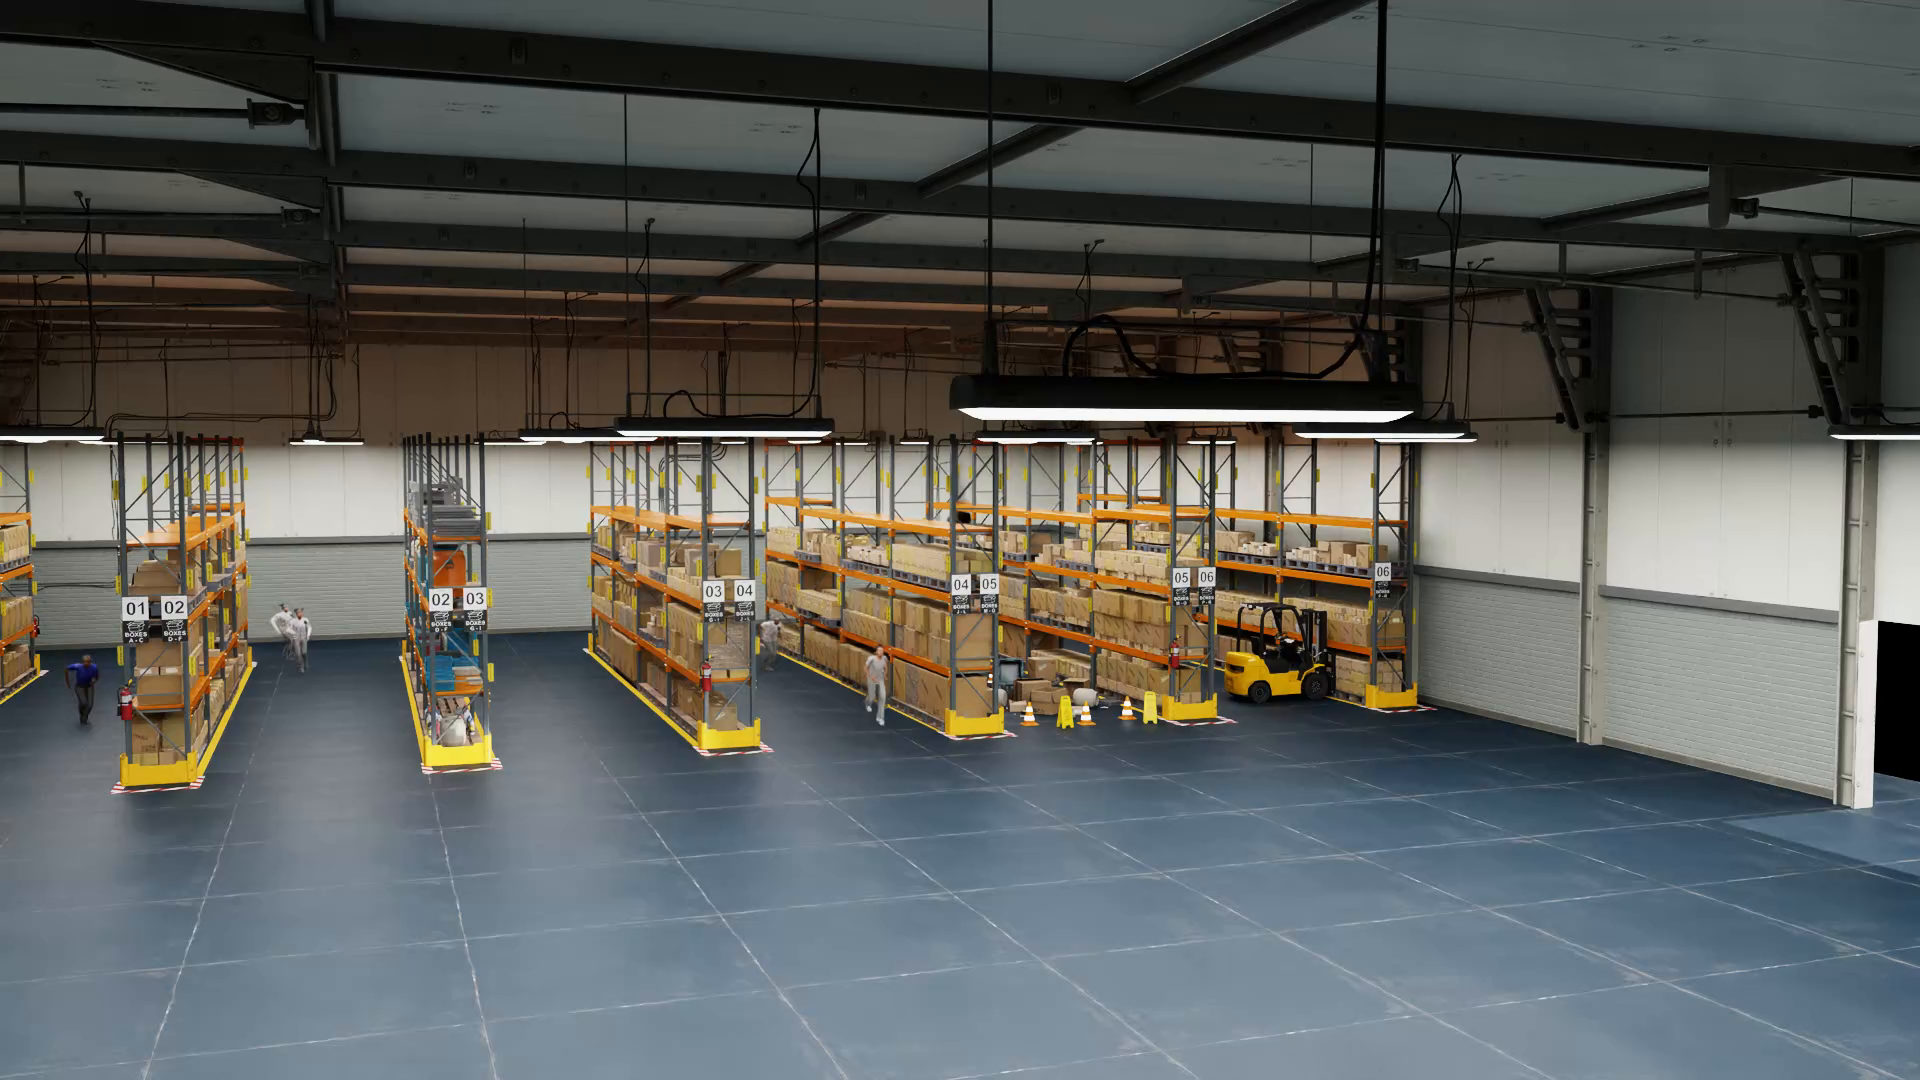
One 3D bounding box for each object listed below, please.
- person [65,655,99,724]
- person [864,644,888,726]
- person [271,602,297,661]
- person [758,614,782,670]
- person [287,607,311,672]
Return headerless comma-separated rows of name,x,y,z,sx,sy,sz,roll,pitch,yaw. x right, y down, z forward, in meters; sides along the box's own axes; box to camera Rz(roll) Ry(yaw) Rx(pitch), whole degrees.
person,-18.042,3.093,34.188,0.601,1.471,0.845,-3,4,-39
person,-1.766,2.987,34.758,0.564,1.658,1.059,-1,3,-23
person,-18.038,2.463,44.527,0.681,1.630,0.731,1,3,16
person,-4.856,2.628,42.627,0.596,1.485,0.775,-2,4,-38
person,-16.824,2.542,42.387,0.595,1.667,0.547,-2,4,-28
